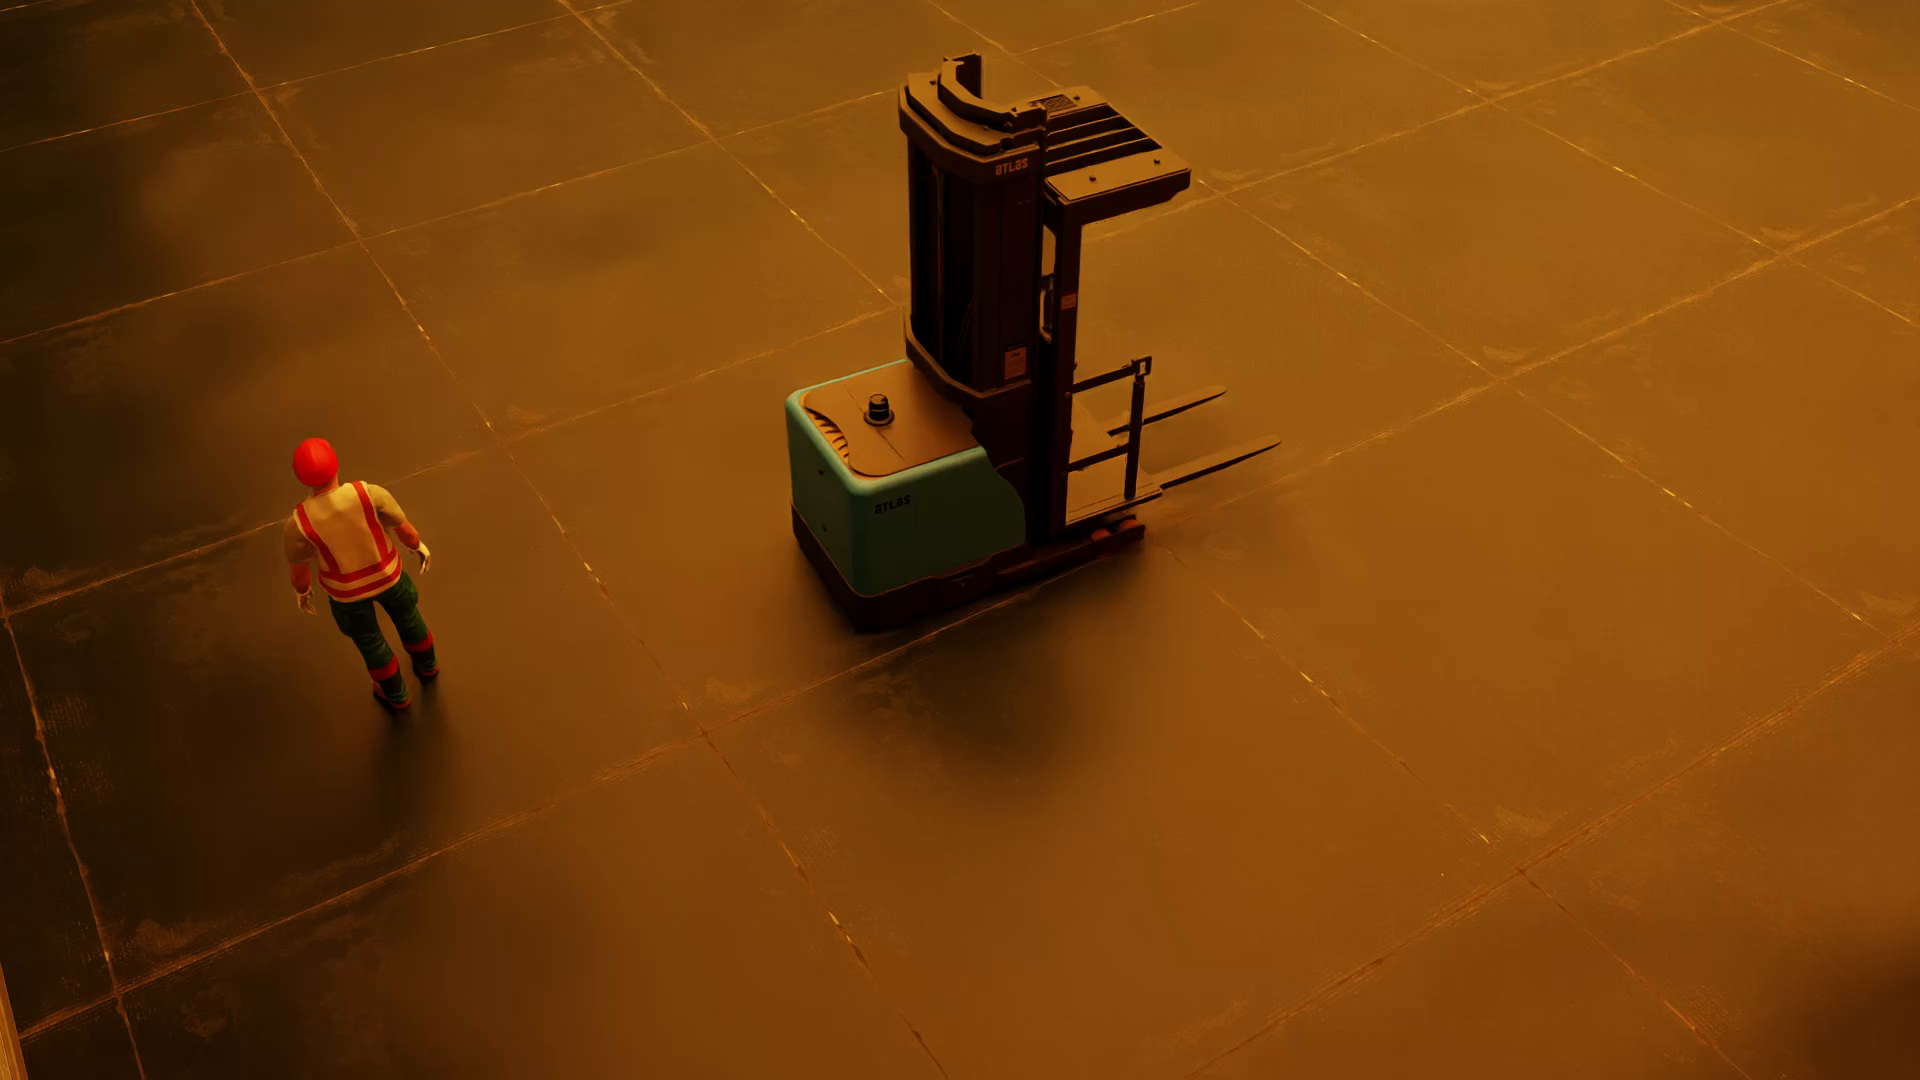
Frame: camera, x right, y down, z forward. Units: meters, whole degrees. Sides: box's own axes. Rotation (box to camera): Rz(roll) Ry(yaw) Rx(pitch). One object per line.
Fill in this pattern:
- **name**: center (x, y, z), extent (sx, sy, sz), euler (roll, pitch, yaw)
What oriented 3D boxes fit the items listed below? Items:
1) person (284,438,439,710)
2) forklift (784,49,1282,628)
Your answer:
- **person**: center (-3.097, 0.143, 8.573), extent (0.687, 1.794, 0.550), euler (-23, 46, -24)
- **forklift**: center (0.538, -1.294, 9.352), extent (3.031, 2.935, 1.130), euler (-19, 45, -21)
